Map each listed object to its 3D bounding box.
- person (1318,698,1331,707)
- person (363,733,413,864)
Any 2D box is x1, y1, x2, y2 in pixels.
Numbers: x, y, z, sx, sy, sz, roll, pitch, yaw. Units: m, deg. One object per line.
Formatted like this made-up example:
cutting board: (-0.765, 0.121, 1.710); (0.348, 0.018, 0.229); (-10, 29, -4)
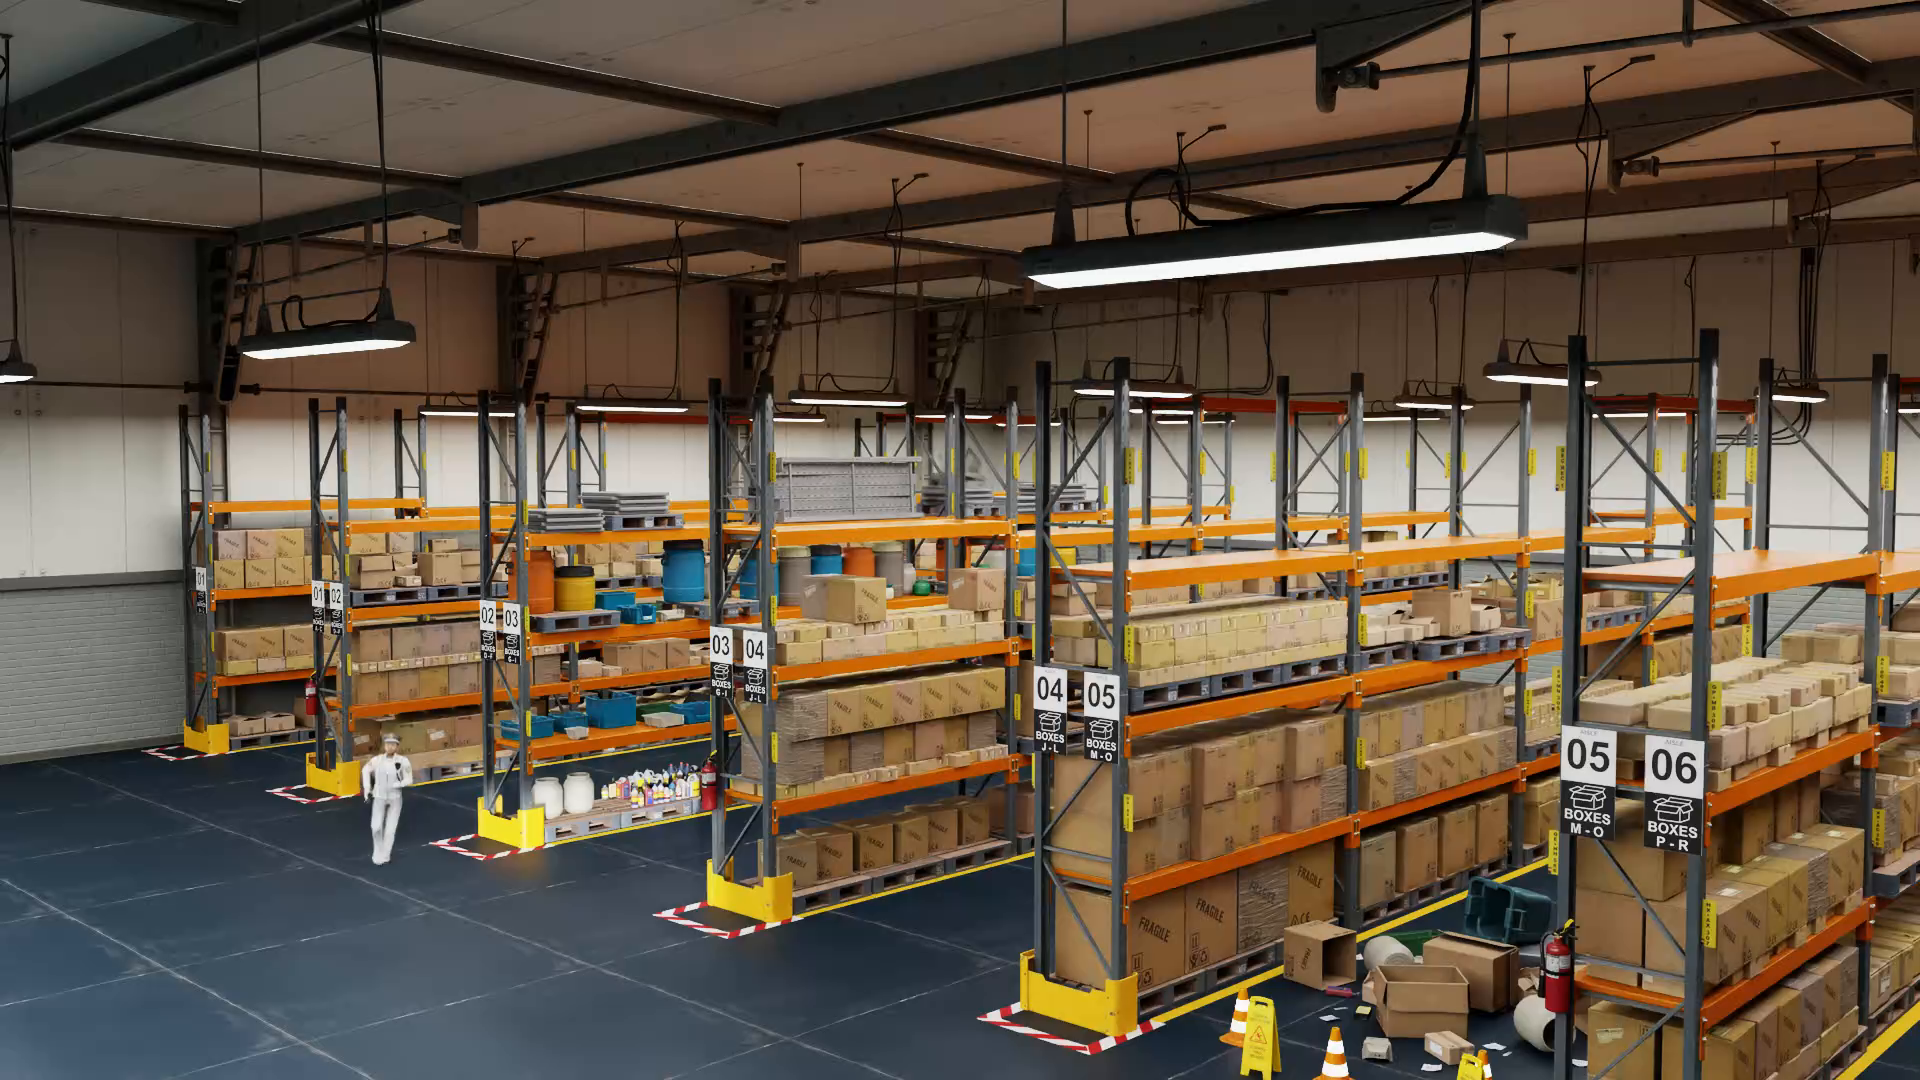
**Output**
person: (5.327, 3.098, 24.427); (0.529, 1.553, 0.551); (3, 4, 41)
person: (-7.147, 3.229, 20.772); (0.605, 1.647, 0.575); (-1, 3, -18)
